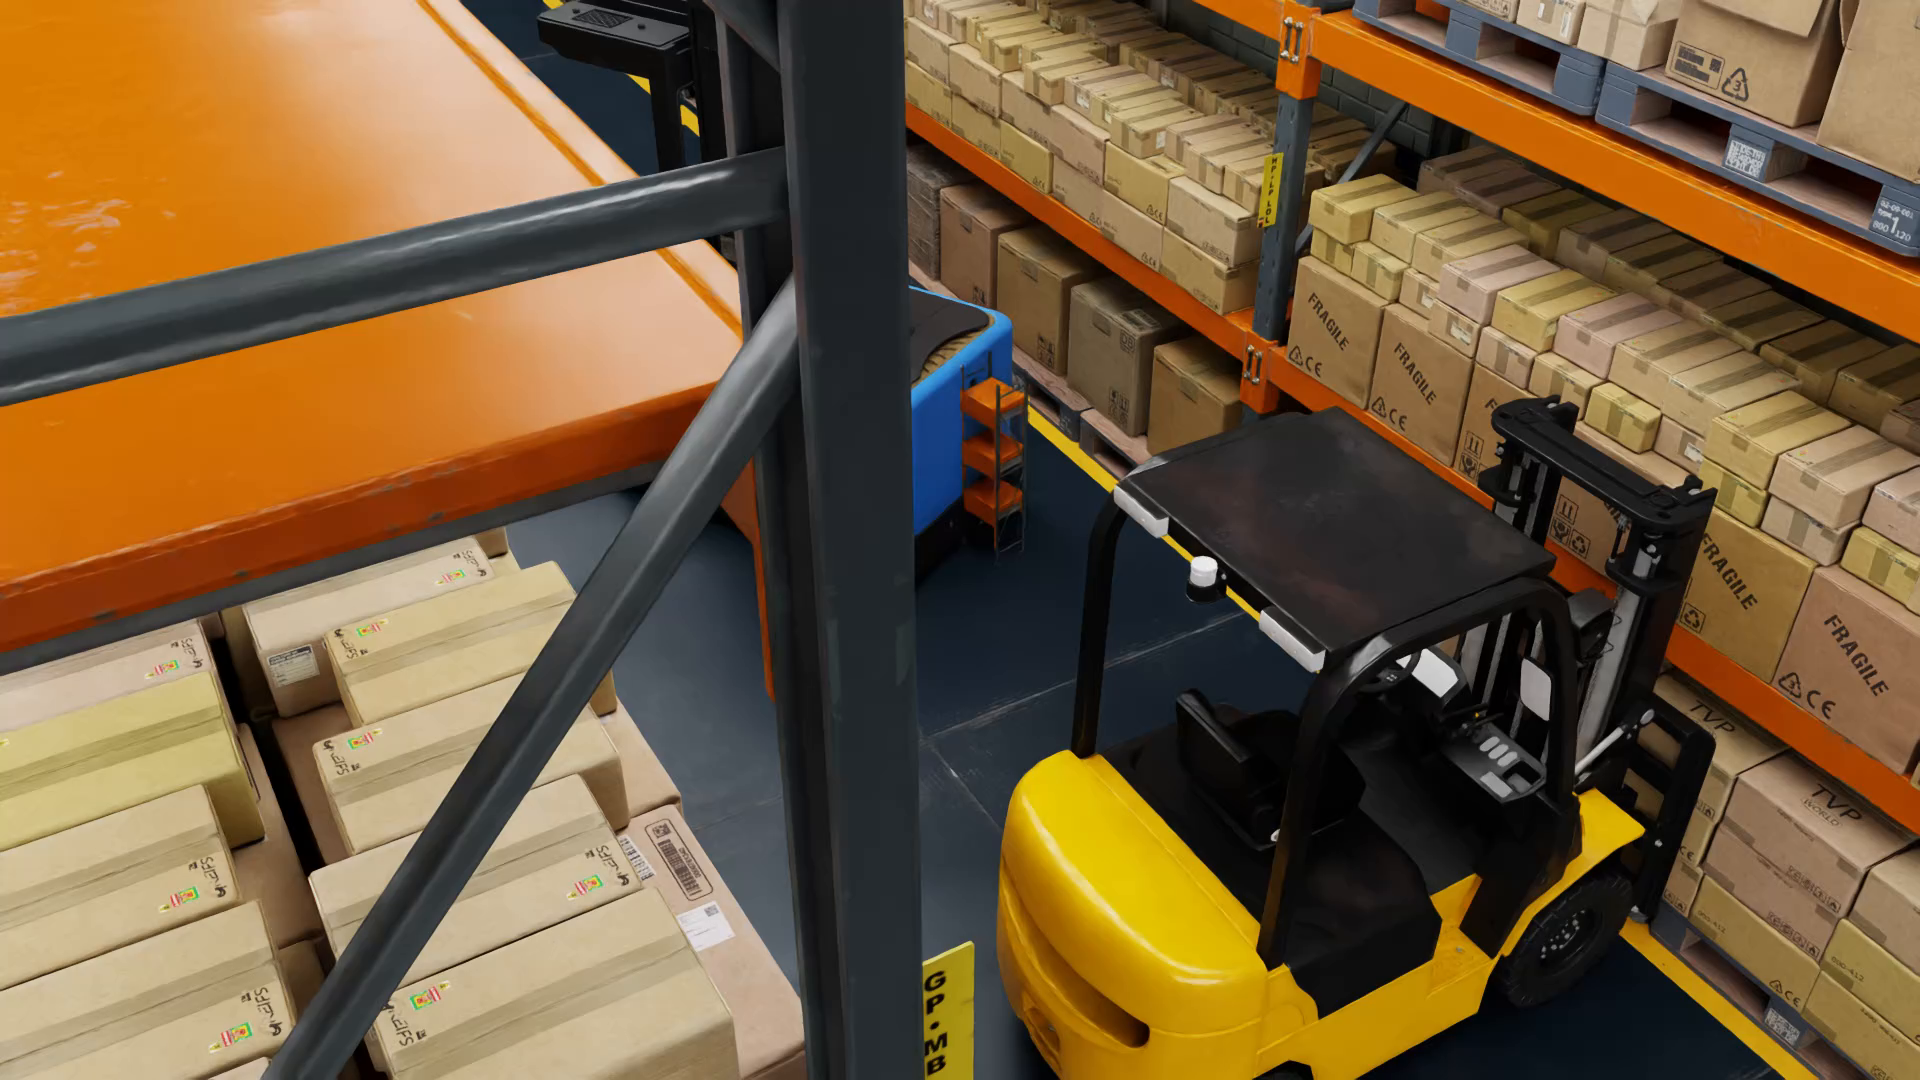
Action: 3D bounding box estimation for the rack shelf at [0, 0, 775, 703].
[{"bbox_3d":[-1.503,-0.849,2.623,1.077,0.370,4.000,-19,40,-24],"label":"rack shelf"}]

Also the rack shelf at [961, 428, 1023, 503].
[{"bbox_3d":[0.164,-0.375,8.117,0.215,0.259,0.240,-29,45,-33],"label":"rack shelf"}]

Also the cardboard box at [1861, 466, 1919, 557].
[{"bbox_3d":[3.063,-0.105,5.190,0.380,0.149,0.250,-19,40,-24],"label":"cardboard box"}]

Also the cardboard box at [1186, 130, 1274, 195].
[{"bbox_3d":[1.273,-1.748,7.692,0.380,0.149,0.250,-20,40,-25],"label":"cardboard box"}]

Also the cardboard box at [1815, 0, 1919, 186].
[{"bbox_3d":[2.931,-1.338,4.697,0.700,0.500,0.500,-19,40,-24],"label":"cardboard box"}]

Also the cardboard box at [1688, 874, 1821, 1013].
[{"bbox_3d":[3.041,1.368,6.037,0.500,0.250,0.500,-19,40,-24],"label":"cardboard box"}]

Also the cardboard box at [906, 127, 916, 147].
[{"bbox_3d":[-0.626,-2.563,11.206,0.500,0.500,0.500,-18,40,-23],"label":"cardboard box"}]

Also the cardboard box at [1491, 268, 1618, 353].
[{"bbox_3d":[2.225,-0.863,6.228,0.380,0.149,0.250,-20,40,-25],"label":"cardboard box"}]

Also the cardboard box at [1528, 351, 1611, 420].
[{"bbox_3d":[2.333,-0.611,6.136,0.380,0.149,0.250,-20,41,-25],"label":"cardboard box"}]

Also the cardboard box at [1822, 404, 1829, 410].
[{"bbox_3d":[3.095,-0.511,5.999,0.380,0.149,0.250,-19,40,-24],"label":"cardboard box"}]

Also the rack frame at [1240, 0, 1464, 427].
[{"bbox_3d":[1.782,-1.211,7.592,1.000,3.000,0.127,-19,40,-24],"label":"rack frame"}]

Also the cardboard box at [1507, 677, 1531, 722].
[{"bbox_3d":[2.509,0.640,6.609,0.500,0.250,0.500,-19,40,-24],"label":"cardboard box"}]

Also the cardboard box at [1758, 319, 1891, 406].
[{"bbox_3d":[3.055,-0.625,5.903,0.380,0.149,0.250,-19,40,-24],"label":"cardboard box"}]

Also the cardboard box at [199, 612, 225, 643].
[{"bbox_3d":[-1.472,0.105,2.784,0.380,0.149,0.250,-20,41,-25],"label":"cardboard box"}]

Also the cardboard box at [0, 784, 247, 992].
[{"bbox_3d":[-1.164,0.517,2.219,0.380,0.149,0.250,-19,40,-24],"label":"cardboard box"}]

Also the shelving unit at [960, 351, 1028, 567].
[{"bbox_3d":[0.164,-0.384,8.110,0.215,1.050,0.252,-29,45,-33],"label":"shelving unit"}]

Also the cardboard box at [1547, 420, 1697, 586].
[{"bbox_3d":[2.545,-0.166,6.077,0.500,0.500,0.500,-19,40,-24],"label":"cardboard box"}]

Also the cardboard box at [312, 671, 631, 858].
[{"bbox_3d":[-0.713,0.359,2.437,0.380,0.149,0.250,-19,40,-24],"label":"cardboard box"}]

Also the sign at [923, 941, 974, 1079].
[{"bbox_3d":[-0.029,0.577,1.860,0.100,0.325,0.005,-19,40,-24],"label":"sign"}]

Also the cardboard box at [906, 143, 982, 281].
[{"bbox_3d":[0.074,-2.139,10.520,0.875,0.625,0.625,-18,40,-23],"label":"cardboard box"}]

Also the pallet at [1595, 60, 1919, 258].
[{"bbox_3d":[2.842,-1.338,5.297,1.003,0.211,1.213,-19,40,-24],"label":"pallet"}]

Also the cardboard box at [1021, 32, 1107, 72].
[{"bbox_3d":[0.550,-2.544,8.783,0.380,0.149,0.250,-19,40,-24],"label":"cardboard box"}]

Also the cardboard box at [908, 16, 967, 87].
[{"bbox_3d":[0.035,-2.838,9.523,0.500,0.250,0.500,-18,40,-23],"label":"cardboard box"}]

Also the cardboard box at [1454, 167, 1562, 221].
[{"bbox_3d":[2.294,-1.420,6.991,0.380,0.149,0.250,-20,41,-25],"label":"cardboard box"}]

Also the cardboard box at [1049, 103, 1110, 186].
[{"bbox_3d":[0.798,-2.049,8.443,0.500,0.250,0.500,-18,40,-23],"label":"cardboard box"}]

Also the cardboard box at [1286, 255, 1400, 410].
[{"bbox_3d":[1.779,-0.947,7.147,0.500,0.500,0.500,-20,41,-25],"label":"cardboard box"}]

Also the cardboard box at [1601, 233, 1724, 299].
[{"bbox_3d":[2.731,-1.041,6.473,0.380,0.149,0.250,-20,40,-25],"label":"cardboard box"}]

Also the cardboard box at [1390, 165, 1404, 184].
[{"bbox_3d":[1.749,-1.687,7.947,0.500,0.250,0.500,-20,40,-25],"label":"cardboard box"}]

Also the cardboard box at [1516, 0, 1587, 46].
[{"bbox_3d":[2.131,-1.820,5.655,0.380,0.149,0.250,-18,40,-23],"label":"cardboard box"}]

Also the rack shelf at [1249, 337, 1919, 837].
[{"bbox_3d":[2.787,0.100,6.408,1.077,0.370,4.000,-19,40,-24],"label":"rack shelf"}]

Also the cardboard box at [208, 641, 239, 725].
[{"bbox_3d":[-1.505,0.330,2.814,0.500,0.250,0.500,-18,40,-23],"label":"cardboard box"}]

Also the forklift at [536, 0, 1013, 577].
[{"bbox_3d":[-1.246,-1.645,8.244,3.031,2.935,1.130,20,41,25],"label":"forklift"}]

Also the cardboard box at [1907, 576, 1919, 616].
[{"bbox_3d":[3.144,0.161,5.079,0.380,0.149,0.250,-18,40,-23],"label":"cardboard box"}]

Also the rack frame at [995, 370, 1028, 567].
[{"bbox_3d":[0.247,-0.331,8.038,0.200,1.050,0.008,-29,45,-33],"label":"rack frame"}]

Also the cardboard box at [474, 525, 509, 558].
[{"bbox_3d":[-1.042,-0.047,2.992,0.380,0.149,0.250,-18,40,-23],"label":"cardboard box"}]

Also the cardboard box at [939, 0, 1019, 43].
[{"bbox_3d":[0.107,-2.914,9.290,0.380,0.149,0.250,-18,40,-23],"label":"cardboard box"}]

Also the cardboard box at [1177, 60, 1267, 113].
[{"bbox_3d":[1.328,-2.294,8.441,0.380,0.149,0.250,-19,40,-24],"label":"cardboard box"}]

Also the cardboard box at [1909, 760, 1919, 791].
[{"bbox_3d":[3.318,0.616,5.006,0.500,0.500,0.500,-20,41,-25],"label":"cardboard box"}]

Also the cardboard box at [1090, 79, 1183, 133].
[{"bbox_3d":[0.872,-2.135,8.223,0.380,0.149,0.250,-20,41,-25],"label":"cardboard box"}]

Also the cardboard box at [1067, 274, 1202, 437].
[{"bbox_3d":[1.127,-1.082,9.073,0.875,0.625,0.625,-19,40,-24],"label":"cardboard box"}]

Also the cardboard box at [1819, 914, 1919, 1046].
[{"bbox_3d":[3.277,1.412,5.552,0.500,0.250,0.500,-19,40,-24],"label":"cardboard box"}]

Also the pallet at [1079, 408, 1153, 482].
[{"bbox_3d":[1.378,-0.449,8.913,1.003,0.211,1.213,-19,40,-24],"label":"pallet"}]

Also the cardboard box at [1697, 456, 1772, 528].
[{"bbox_3d":[2.710,-0.214,5.592,0.380,0.149,0.250,-19,40,-24],"label":"cardboard box"}]

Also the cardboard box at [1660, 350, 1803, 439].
[{"bbox_3d":[2.654,-0.494,5.724,0.380,0.149,0.250,-18,40,-23],"label":"cardboard box"}]

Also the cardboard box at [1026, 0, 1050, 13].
[{"bbox_3d":[0.600,-3.092,9.533,0.380,0.149,0.250,-20,41,-25],"label":"cardboard box"}]

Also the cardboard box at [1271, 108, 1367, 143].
[{"bbox_3d":[1.702,-1.908,7.912,0.380,0.149,0.250,-20,41,-25],"label":"cardboard box"}]

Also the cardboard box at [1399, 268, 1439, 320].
[{"bbox_3d":[2.001,-1.016,6.691,0.380,0.149,0.250,-19,40,-24],"label":"cardboard box"}]

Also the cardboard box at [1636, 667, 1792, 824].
[{"bbox_3d":[2.767,0.711,6.089,0.500,0.250,0.500,-18,40,-23],"label":"cardboard box"}]

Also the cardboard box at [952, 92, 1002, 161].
[{"bbox_3d":[0.297,-2.373,9.310,0.500,0.250,0.500,-20,41,-25],"label":"cardboard box"}]

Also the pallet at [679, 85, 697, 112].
[{"bbox_3d":[-1.796,-3.761,13.448,1.003,0.211,1.213,-19,40,-24],"label":"pallet"}]

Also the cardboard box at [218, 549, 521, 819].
[{"bbox_3d":[-1.046,0.180,3.020,0.500,0.250,0.500,-18,40,-23],"label":"cardboard box"}]

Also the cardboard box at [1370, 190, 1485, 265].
[{"bbox_3d":[1.911,-1.281,6.801,0.380,0.149,0.250,-18,40,-23],"label":"cardboard box"}]

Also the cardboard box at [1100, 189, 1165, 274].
[{"bbox_3d":[1.045,-1.584,8.231,0.500,0.250,0.500,-19,40,-24],"label":"cardboard box"}]

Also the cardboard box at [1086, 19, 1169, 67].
[{"bbox_3d":[0.899,-2.670,8.955,0.380,0.149,0.250,-18,40,-23],"label":"cardboard box"}]
